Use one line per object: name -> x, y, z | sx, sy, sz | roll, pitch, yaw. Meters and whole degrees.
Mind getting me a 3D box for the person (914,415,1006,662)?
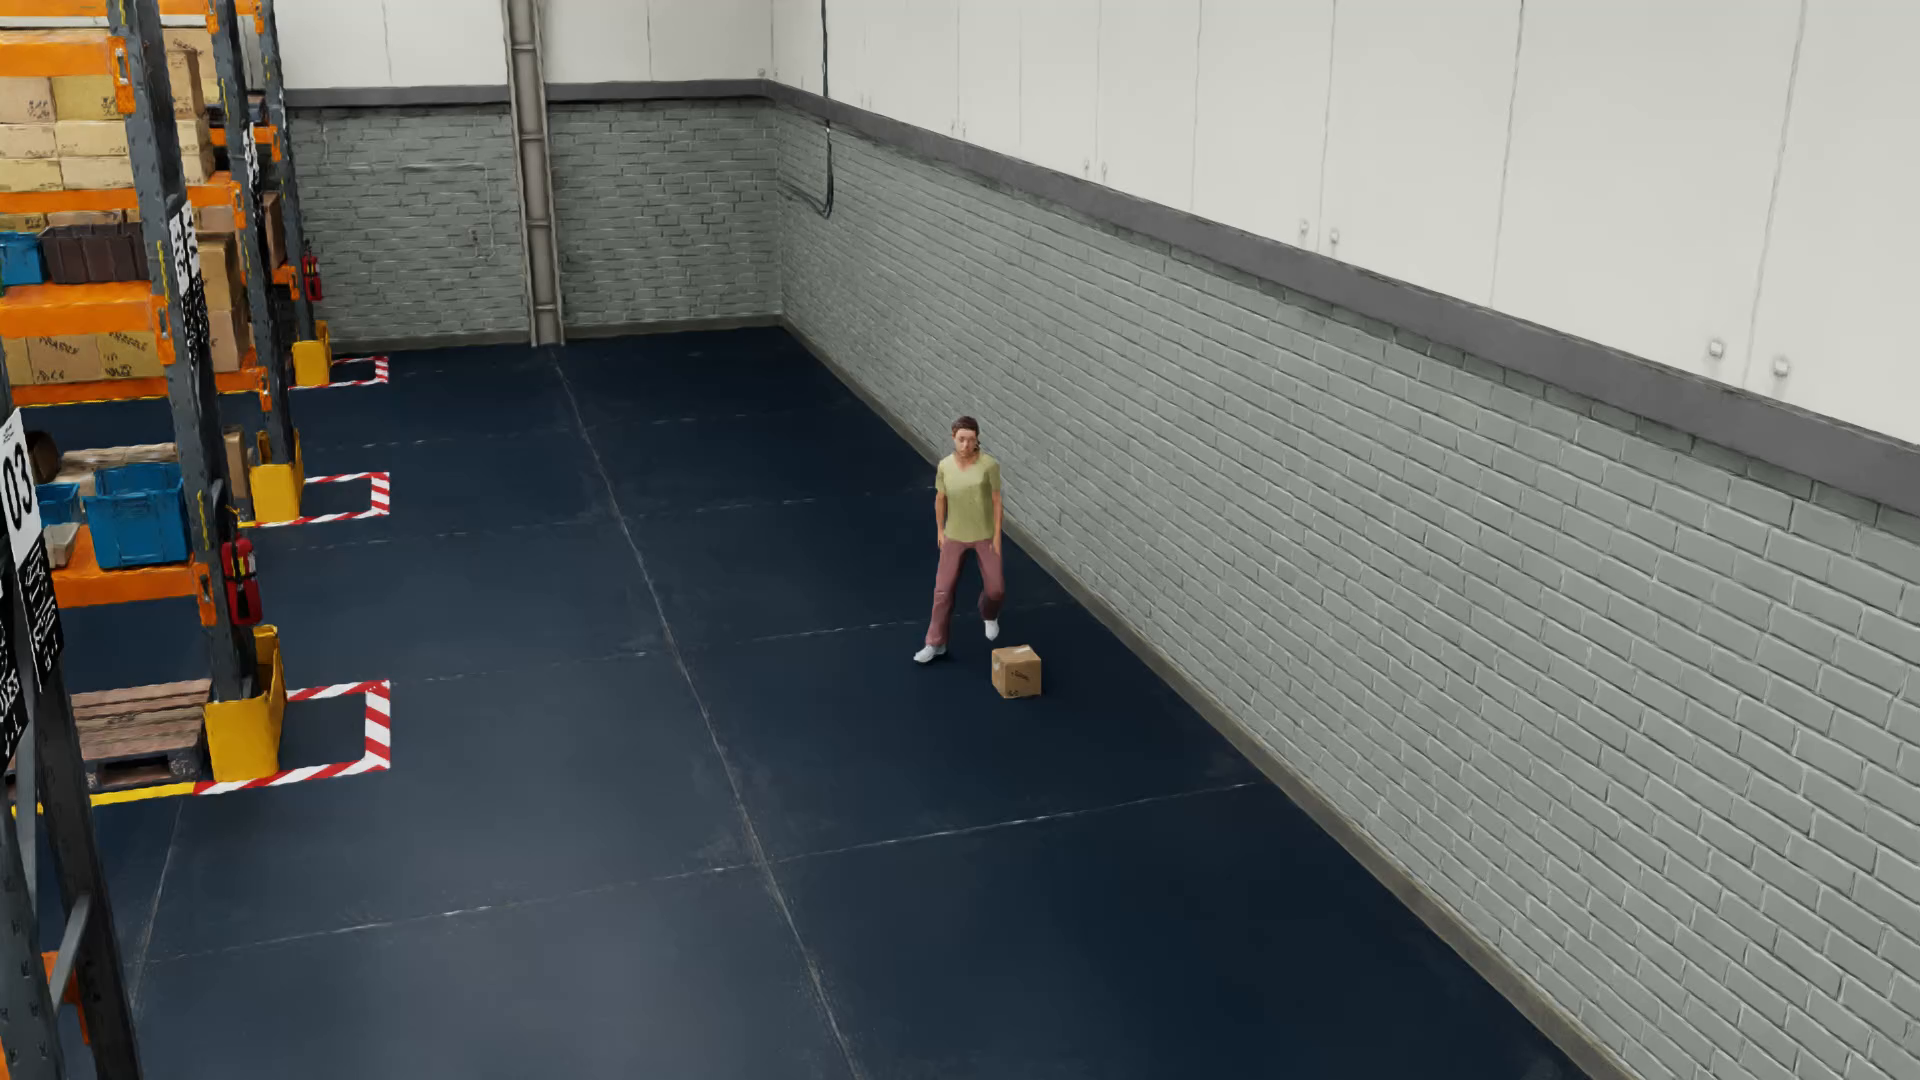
person -> 0.027, -0.032, 11.117 | 0.601, 1.665, 0.597 | 3, 20, 9
